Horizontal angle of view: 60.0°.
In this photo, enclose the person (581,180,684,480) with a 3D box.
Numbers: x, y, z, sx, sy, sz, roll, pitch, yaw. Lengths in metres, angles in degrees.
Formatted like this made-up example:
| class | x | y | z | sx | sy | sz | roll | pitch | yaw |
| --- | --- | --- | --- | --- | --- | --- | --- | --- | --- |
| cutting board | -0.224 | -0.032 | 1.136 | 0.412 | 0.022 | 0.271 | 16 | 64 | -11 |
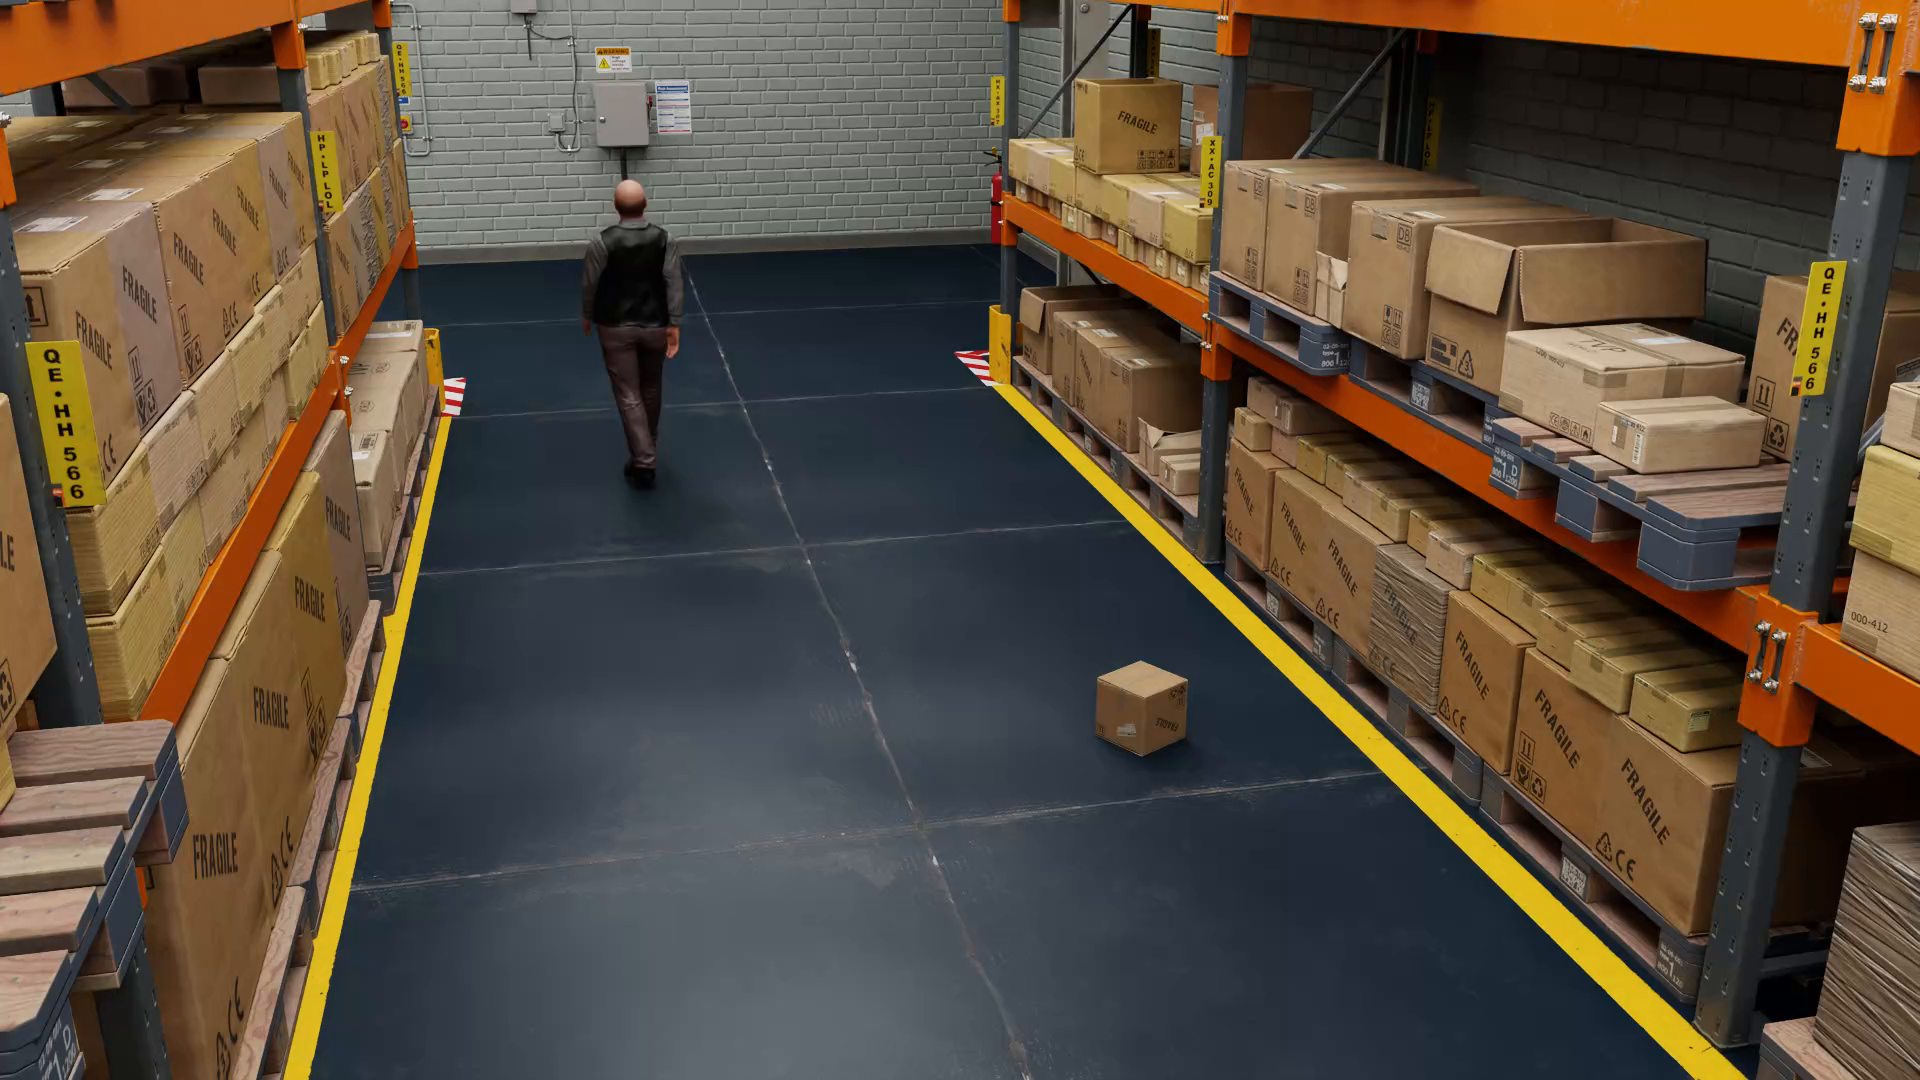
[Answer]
| class | x | y | z | sx | sy | sz | roll | pitch | yaw |
| --- | --- | --- | --- | --- | --- | --- | --- | --- | --- |
| person | -1.924 | -1.214 | 9.640 | 0.545 | 1.596 | 0.926 | -11 | 22 | -28 |
